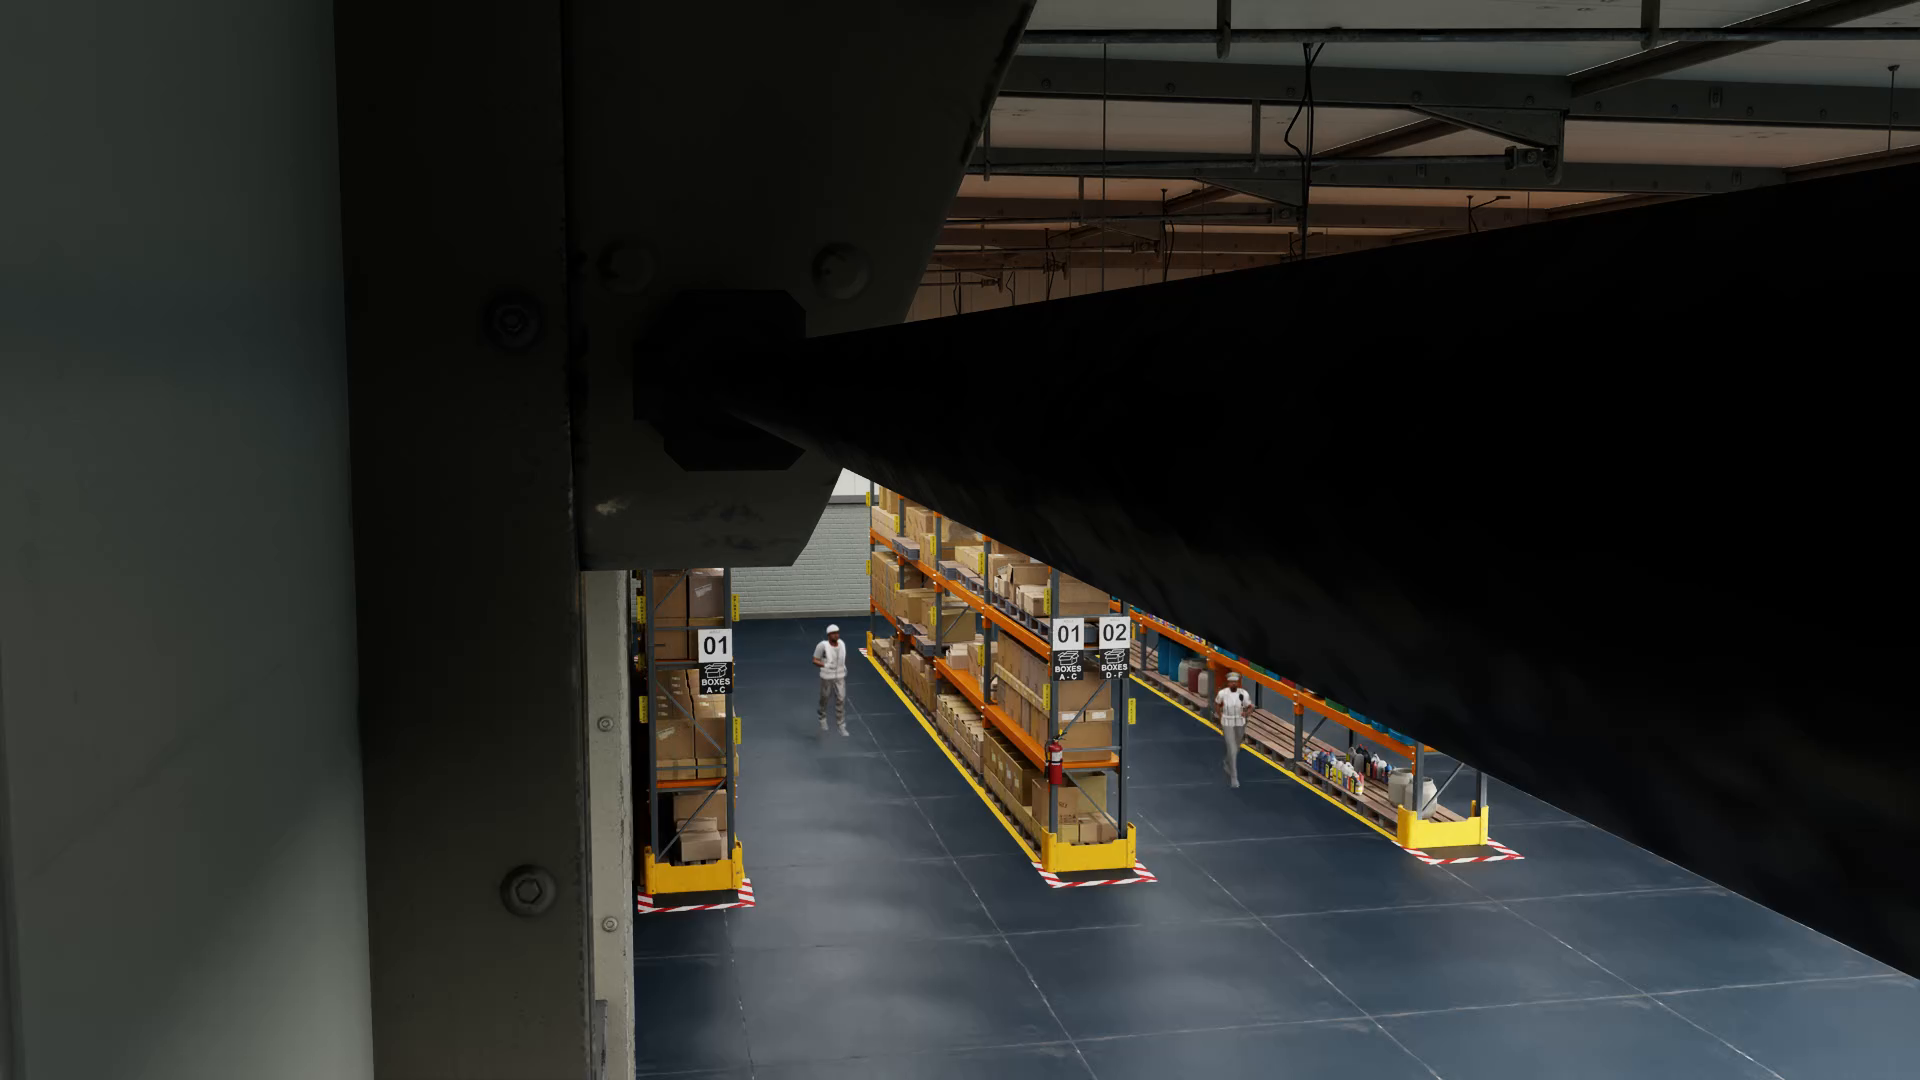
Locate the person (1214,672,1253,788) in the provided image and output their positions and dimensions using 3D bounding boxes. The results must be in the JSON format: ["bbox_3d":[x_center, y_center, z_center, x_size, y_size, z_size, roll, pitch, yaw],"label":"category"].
[{"bbox_3d":[4.171,2.843,25.387,0.541,1.718,0.869,0,6,-4],"label":"person"}]

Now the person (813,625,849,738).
[{"bbox_3d":[-2.115,2.293,27.403,0.669,1.817,0.847,-3,7,-27],"label":"person"}]
